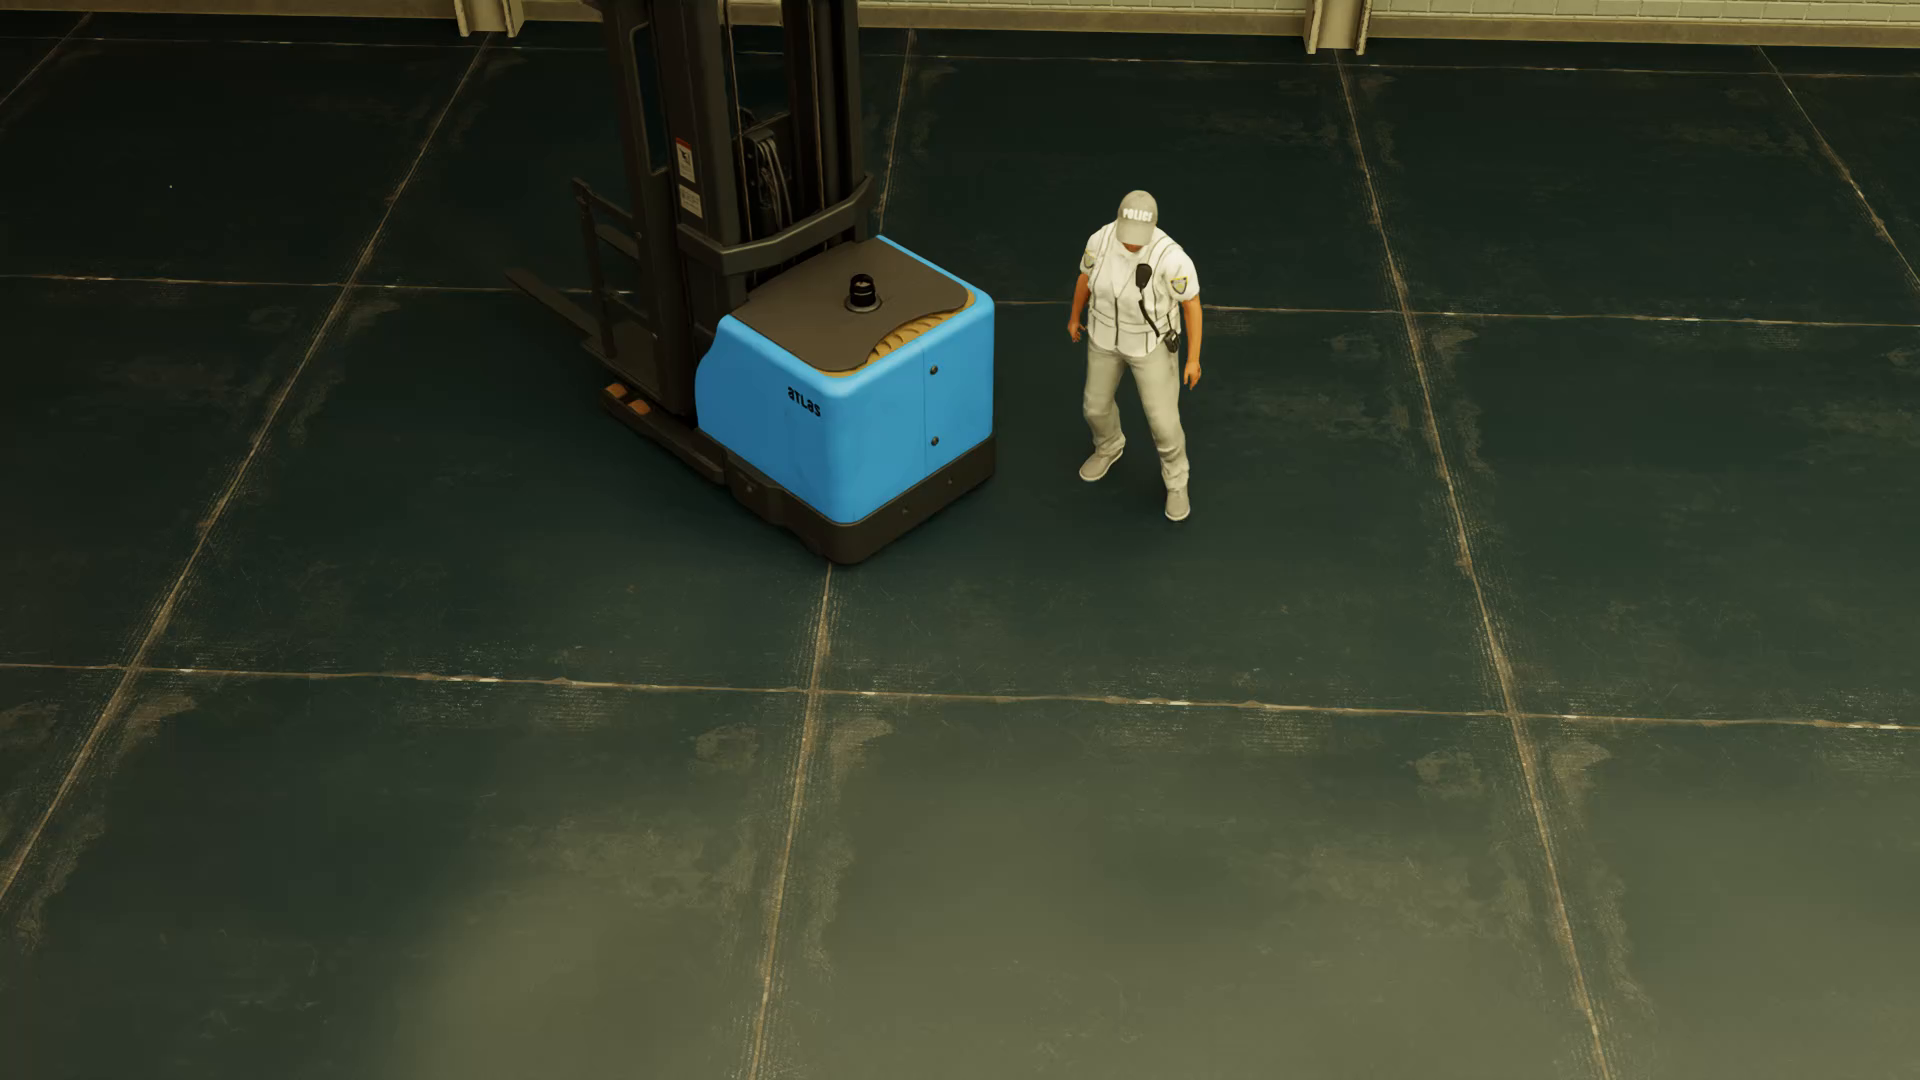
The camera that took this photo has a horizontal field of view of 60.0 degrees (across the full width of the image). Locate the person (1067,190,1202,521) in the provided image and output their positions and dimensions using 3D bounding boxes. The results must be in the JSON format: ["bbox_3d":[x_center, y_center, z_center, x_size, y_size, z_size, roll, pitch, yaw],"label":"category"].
[{"bbox_3d":[0.815,-0.899,7.690,0.766,1.641,0.455,20,46,21],"label":"person"}]

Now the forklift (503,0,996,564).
[{"bbox_3d":[-1.227,-1.856,7.776,3.031,2.935,1.130,34,52,31],"label":"forklift"}]
